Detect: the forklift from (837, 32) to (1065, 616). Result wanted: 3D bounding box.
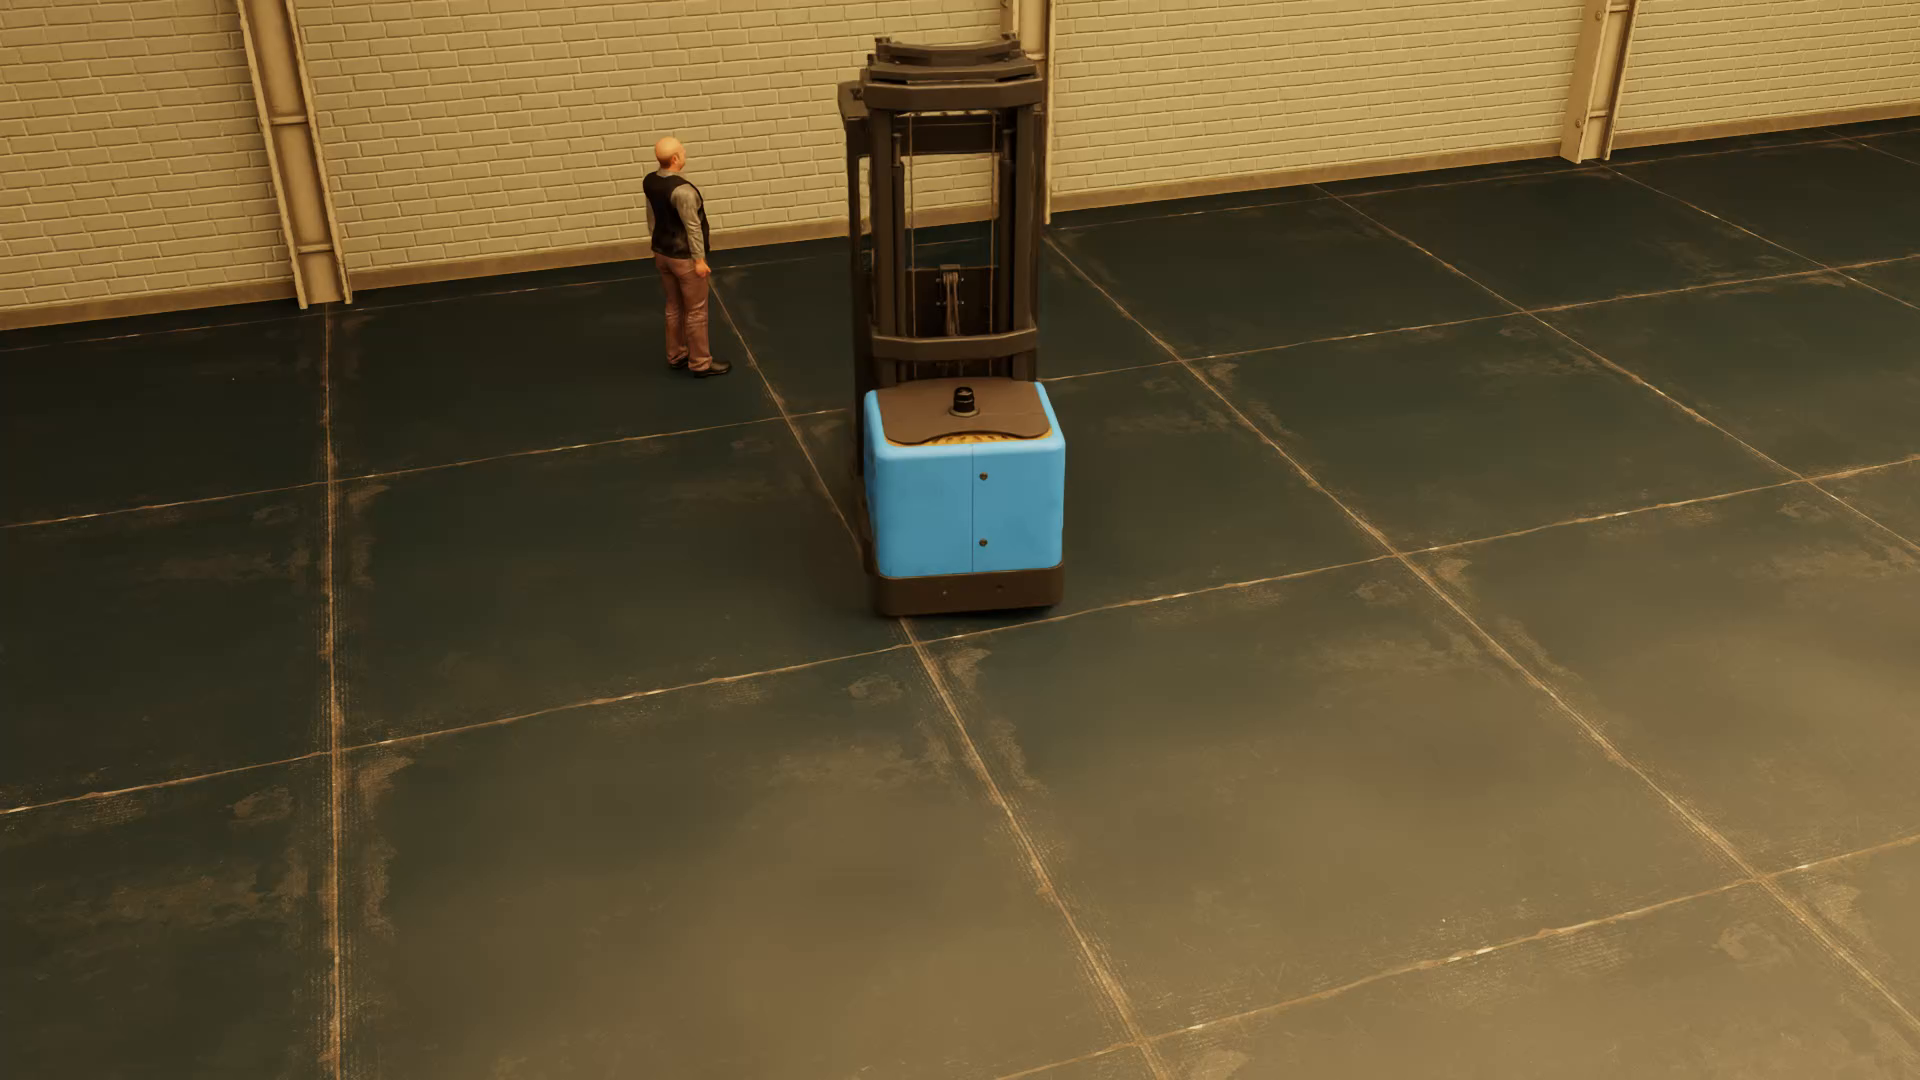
[{"bbox_3d":[-0.118,-1.565,9.807,1.130,2.935,3.031,-4,30,-6],"label":"forklift"}]

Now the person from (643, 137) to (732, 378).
[{"bbox_3d":[-1.965,-2.012,11.797,0.525,1.724,0.375,25,38,36],"label":"person"}]
